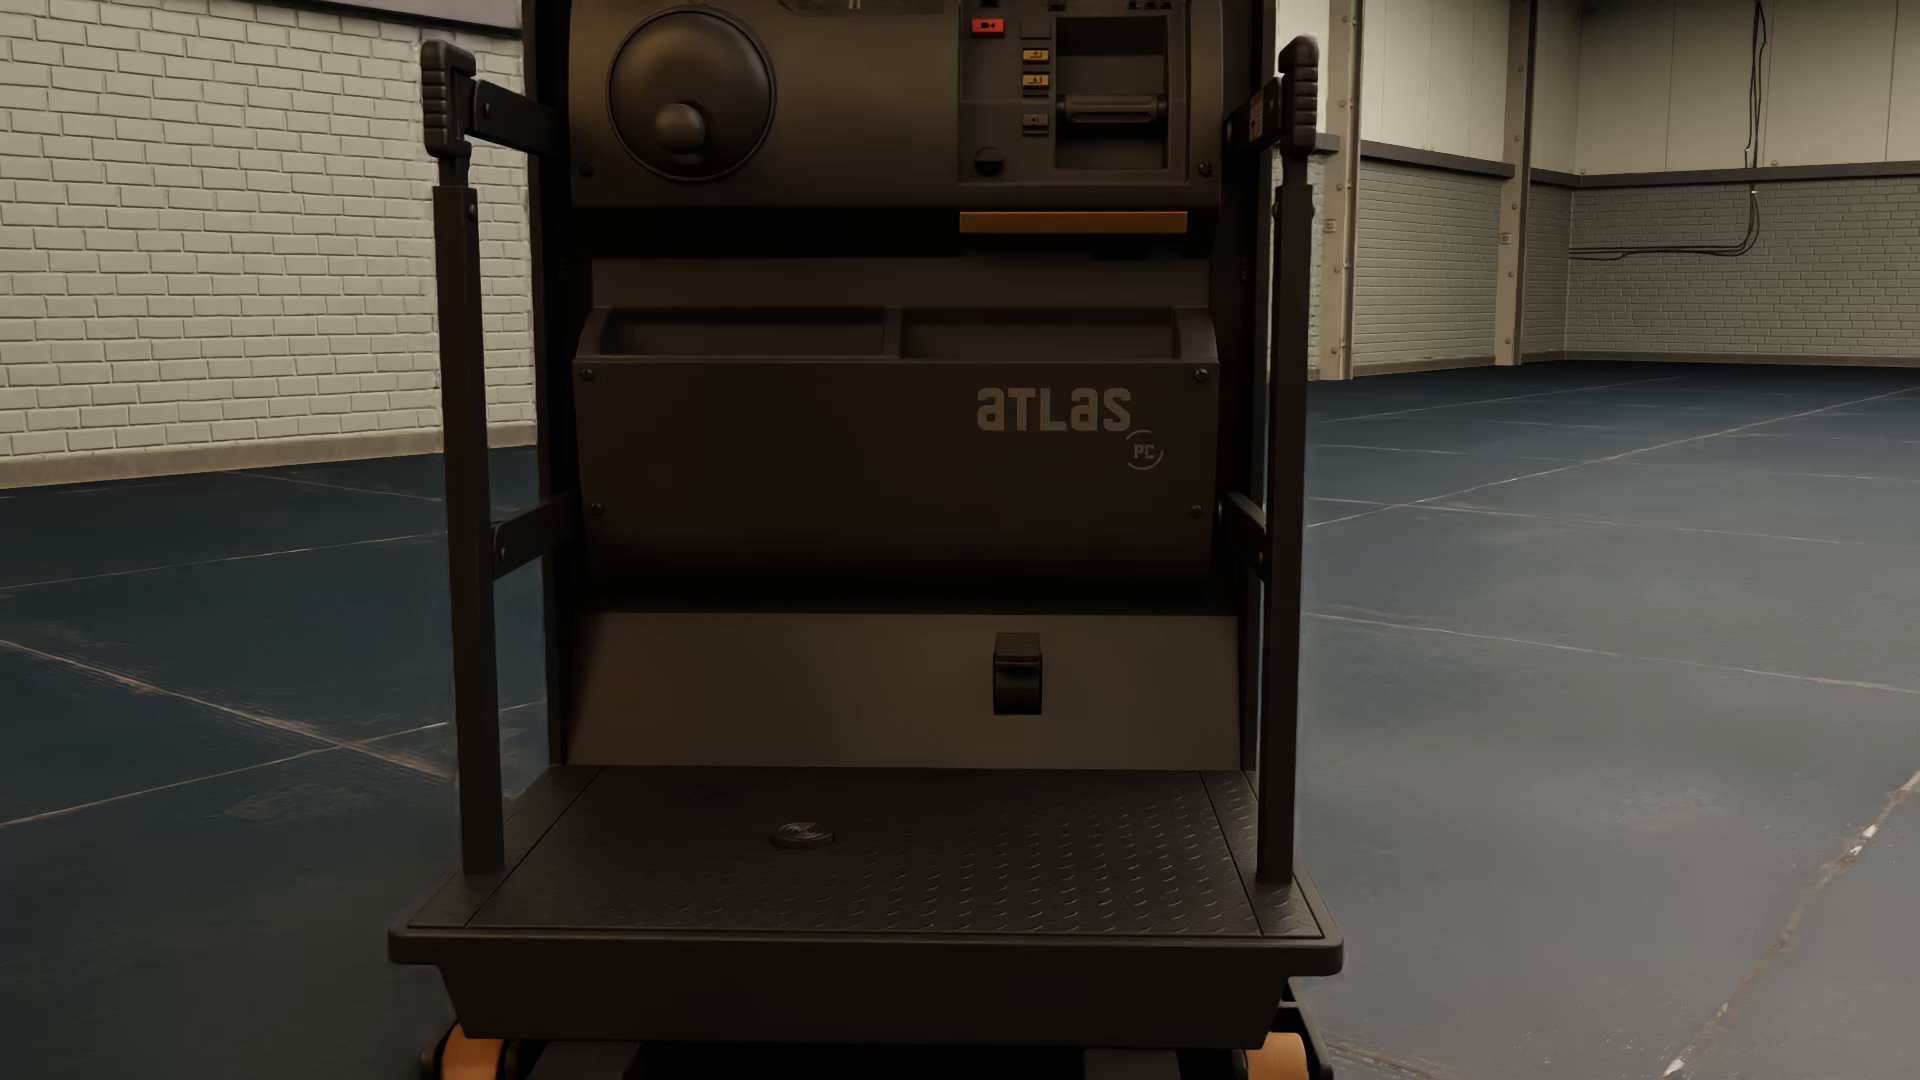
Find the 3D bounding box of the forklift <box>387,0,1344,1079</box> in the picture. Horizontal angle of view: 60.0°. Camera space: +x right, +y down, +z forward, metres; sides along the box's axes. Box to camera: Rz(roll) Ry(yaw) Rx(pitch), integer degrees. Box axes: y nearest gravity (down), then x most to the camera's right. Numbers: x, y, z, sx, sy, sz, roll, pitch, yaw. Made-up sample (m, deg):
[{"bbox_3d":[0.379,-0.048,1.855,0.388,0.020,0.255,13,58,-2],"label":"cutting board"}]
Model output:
[{"bbox_3d":[-0.097,-0.716,2.178,1.130,2.935,3.031,0,8,2],"label":"forklift"}]
